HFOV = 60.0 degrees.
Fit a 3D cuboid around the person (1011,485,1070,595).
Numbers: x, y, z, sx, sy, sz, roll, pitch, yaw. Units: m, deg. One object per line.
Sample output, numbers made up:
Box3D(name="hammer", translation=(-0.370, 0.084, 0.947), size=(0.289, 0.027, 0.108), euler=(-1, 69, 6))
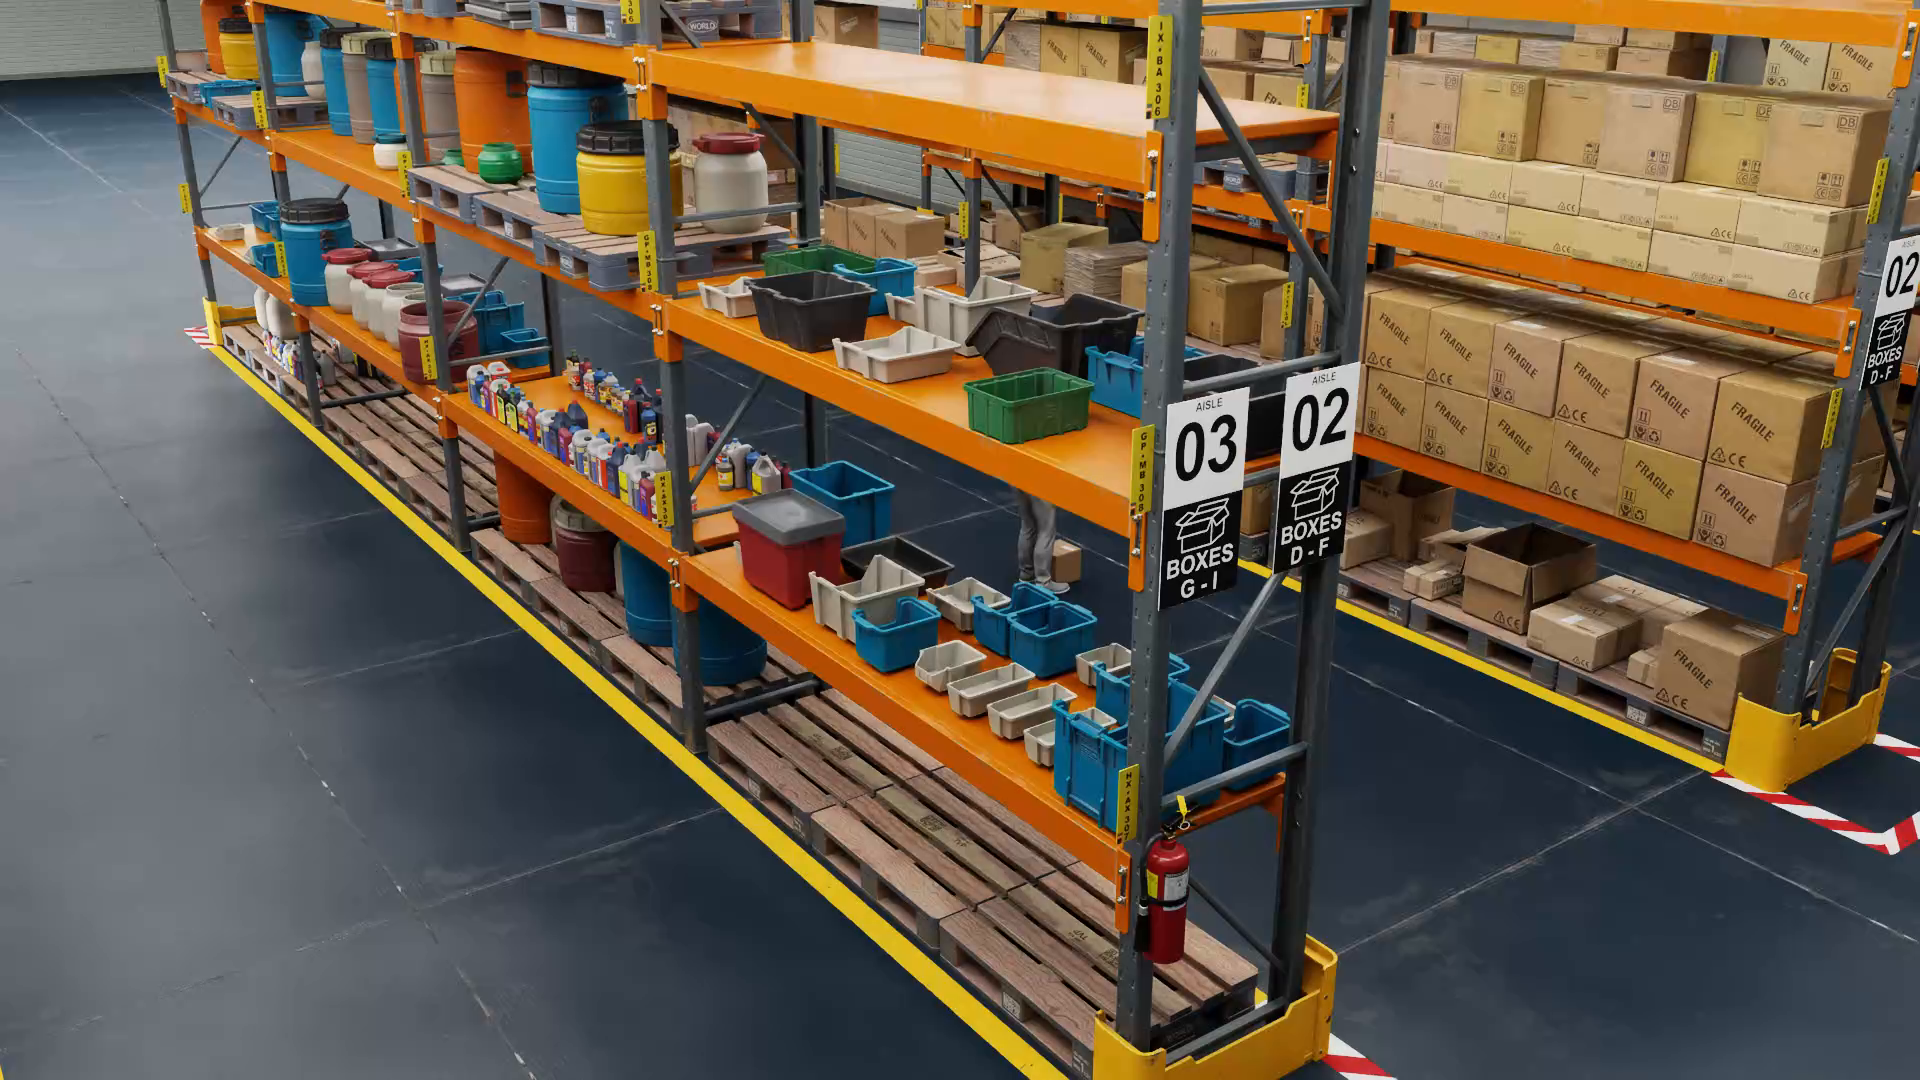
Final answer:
Box3D(name="person", translation=(0.560, -0.436, 12.187), size=(0.406, 1.664, 0.540), euler=(-16, 26, -35))
